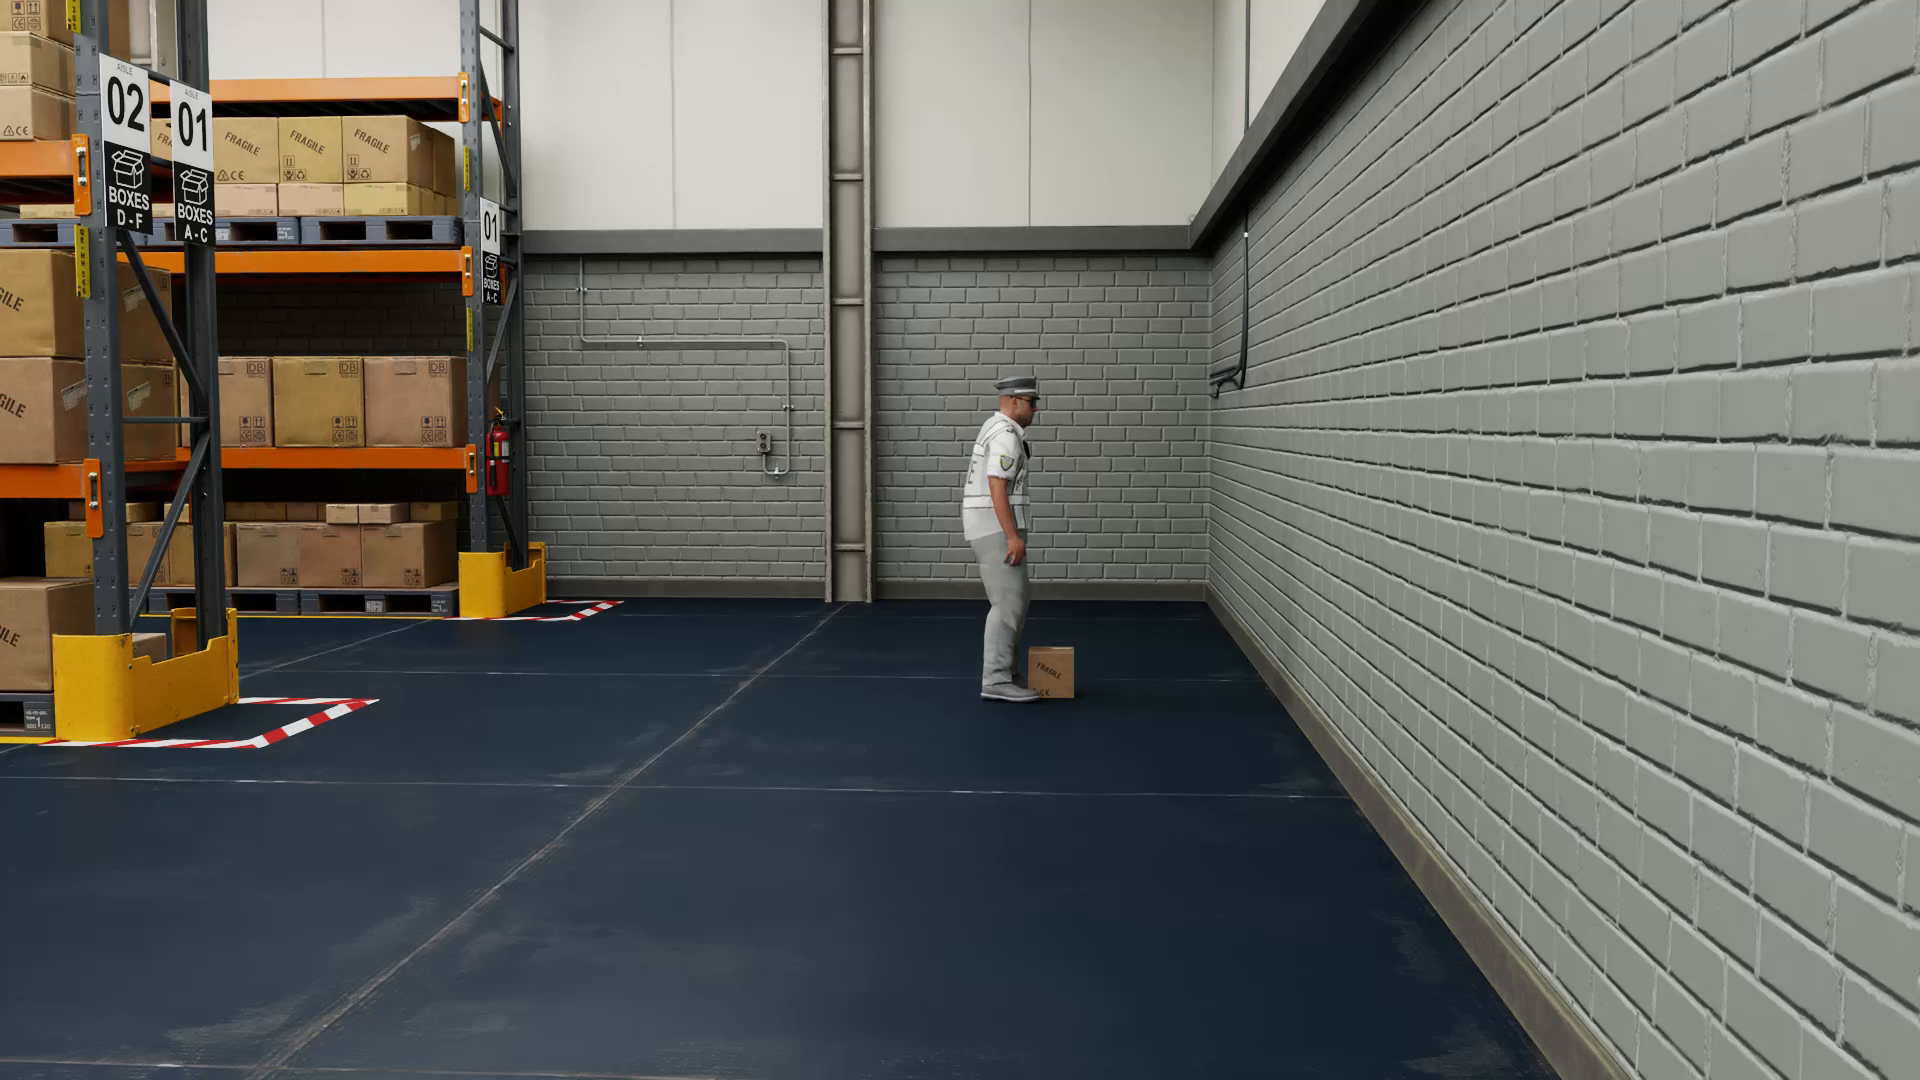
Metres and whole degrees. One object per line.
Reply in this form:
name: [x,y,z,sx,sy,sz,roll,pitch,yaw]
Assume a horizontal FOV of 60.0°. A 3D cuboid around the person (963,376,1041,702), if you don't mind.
person: [0.250,-0.023,9.114,0.470,1.750,0.603,0,4,1]
